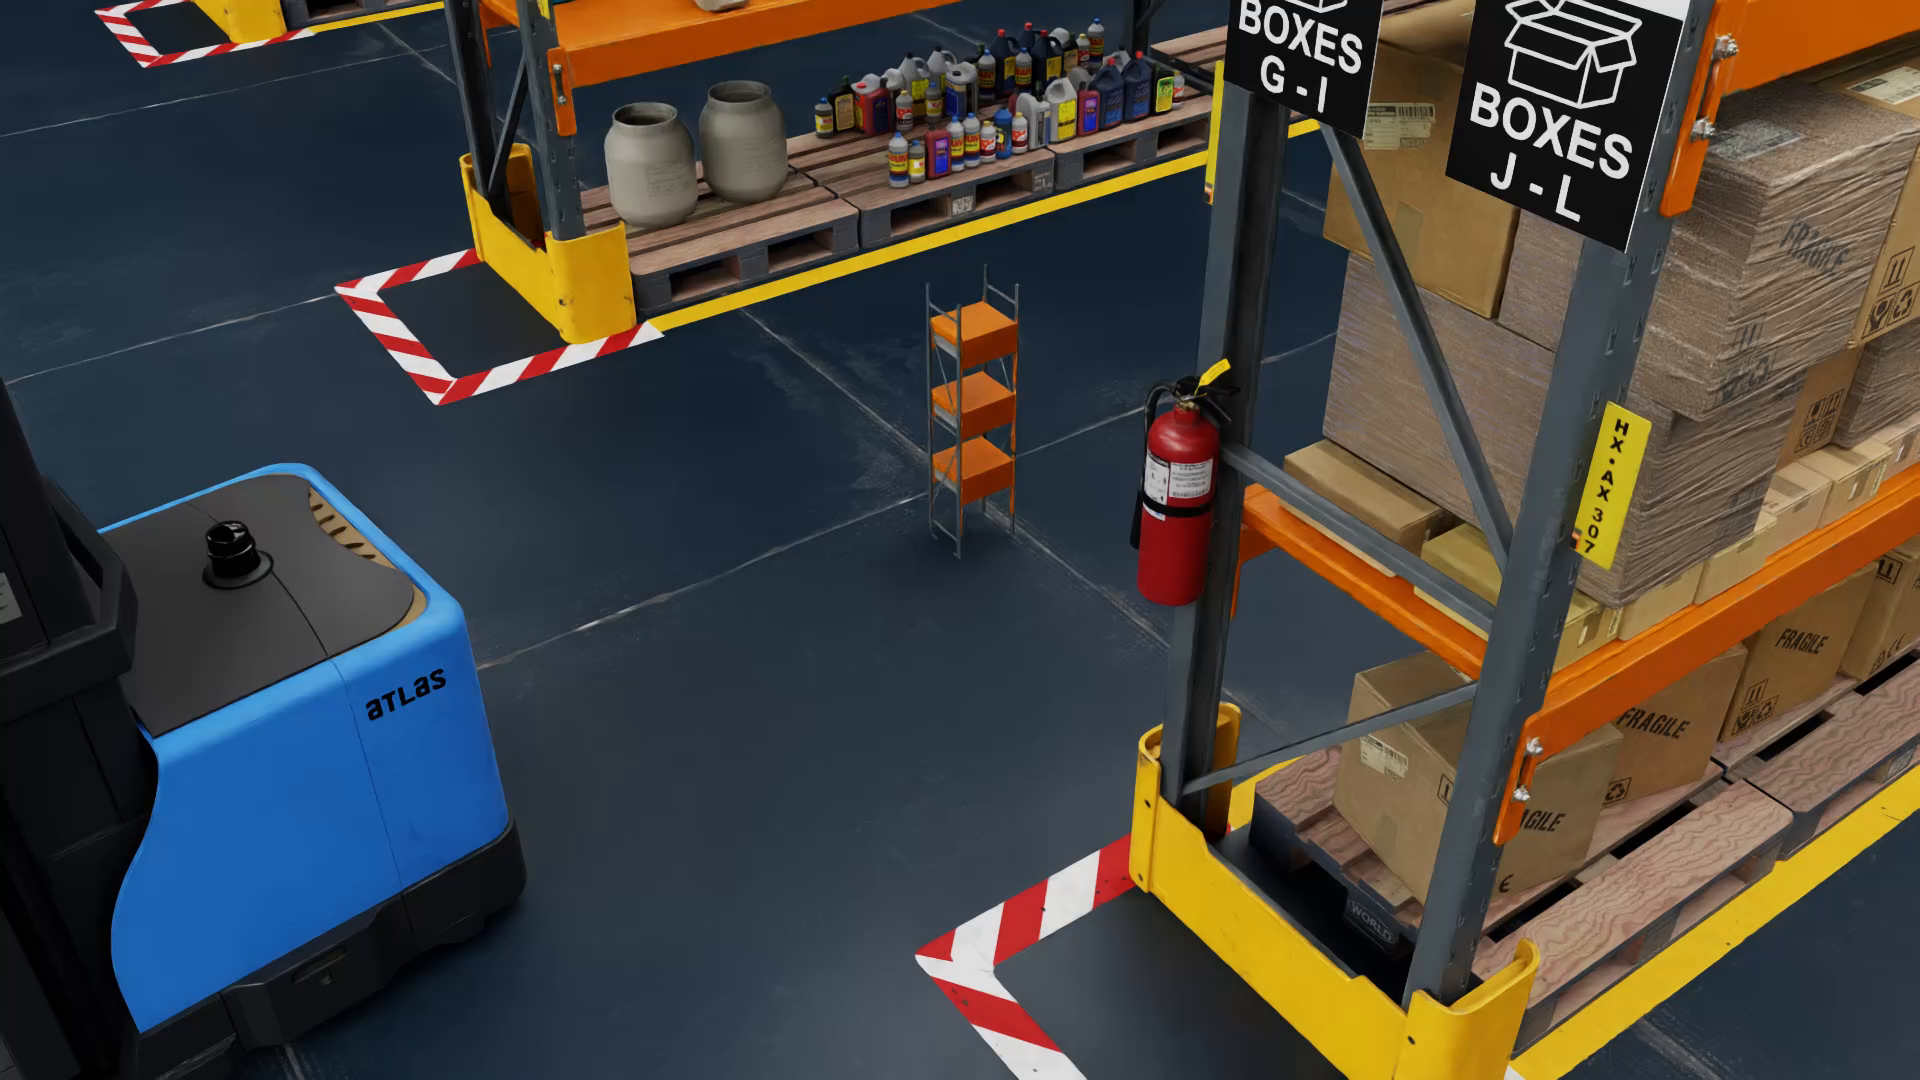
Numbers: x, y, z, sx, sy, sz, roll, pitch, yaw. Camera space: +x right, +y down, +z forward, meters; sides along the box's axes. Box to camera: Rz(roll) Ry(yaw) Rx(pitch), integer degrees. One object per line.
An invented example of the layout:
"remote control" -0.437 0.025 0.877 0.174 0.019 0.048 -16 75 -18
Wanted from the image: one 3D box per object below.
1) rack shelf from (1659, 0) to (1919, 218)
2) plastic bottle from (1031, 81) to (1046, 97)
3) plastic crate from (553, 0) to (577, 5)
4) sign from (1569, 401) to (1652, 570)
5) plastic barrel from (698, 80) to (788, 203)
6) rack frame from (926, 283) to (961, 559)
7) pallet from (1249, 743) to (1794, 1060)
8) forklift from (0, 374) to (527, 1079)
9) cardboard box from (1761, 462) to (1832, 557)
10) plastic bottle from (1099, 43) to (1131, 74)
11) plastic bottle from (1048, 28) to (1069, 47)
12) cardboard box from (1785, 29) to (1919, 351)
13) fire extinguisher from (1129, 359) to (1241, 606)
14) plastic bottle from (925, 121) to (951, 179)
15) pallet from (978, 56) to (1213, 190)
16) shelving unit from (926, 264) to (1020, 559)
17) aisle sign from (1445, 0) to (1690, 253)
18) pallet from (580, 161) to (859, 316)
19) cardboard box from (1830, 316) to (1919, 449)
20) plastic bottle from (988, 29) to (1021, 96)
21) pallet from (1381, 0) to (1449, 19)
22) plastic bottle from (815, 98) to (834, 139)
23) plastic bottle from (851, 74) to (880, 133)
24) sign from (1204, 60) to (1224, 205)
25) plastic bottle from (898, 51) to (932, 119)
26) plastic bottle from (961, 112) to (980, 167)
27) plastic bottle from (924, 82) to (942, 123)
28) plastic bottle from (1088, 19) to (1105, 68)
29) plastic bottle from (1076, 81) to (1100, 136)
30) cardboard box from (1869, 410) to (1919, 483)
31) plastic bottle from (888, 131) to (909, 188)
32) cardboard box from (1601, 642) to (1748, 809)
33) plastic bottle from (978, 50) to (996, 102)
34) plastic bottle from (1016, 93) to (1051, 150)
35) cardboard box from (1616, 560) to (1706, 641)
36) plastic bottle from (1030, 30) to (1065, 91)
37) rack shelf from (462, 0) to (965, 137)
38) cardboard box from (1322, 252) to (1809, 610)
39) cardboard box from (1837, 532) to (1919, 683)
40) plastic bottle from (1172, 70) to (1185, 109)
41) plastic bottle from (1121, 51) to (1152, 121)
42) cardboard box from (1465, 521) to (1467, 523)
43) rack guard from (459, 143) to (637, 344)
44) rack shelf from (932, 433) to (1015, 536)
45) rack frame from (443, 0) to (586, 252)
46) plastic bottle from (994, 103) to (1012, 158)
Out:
"rack shelf" 2.520 -1.605 3.959 4.000 0.370 1.077 -22 41 -28
"plastic bottle" 0.440 -2.304 8.834 0.133 0.283 0.061 -22 41 -28
"plastic crate" -1.731 -2.621 7.452 0.616 0.251 0.499 -22 41 -28
"sign" 1.198 -0.099 3.077 0.005 0.325 0.100 -22 41 -28
"plastic barrel" -1.064 -1.957 8.173 0.421 0.512 0.421 0 36 0
"rack frame" -0.056 -0.403 5.911 0.008 1.050 0.200 -22 41 -28
"pallet" 1.632 0.844 4.896 1.213 0.211 1.003 -22 41 -28
"forklift" -2.673 0.221 3.433 3.031 2.935 1.130 -28 44 -33
"cardboard box" 1.876 -0.132 4.080 0.250 0.149 0.380 -22 41 -28
"plastic bottle" 0.858 -2.533 9.095 0.185 0.351 0.144 -22 41 -28
"plastic bottle" 0.540 -2.769 9.486 0.135 0.276 0.152 -21 41 -26
"cardboard box" 1.904 -0.793 3.587 0.500 0.500 0.500 -22 41 -28
"fire extinguisher" 0.526 -0.156 3.964 0.183 0.674 0.296 -22 41 -28
"plastic bottle" -0.111 -1.974 8.376 0.133 0.283 0.061 -22 41 -27
"pallet" 0.728 -2.377 9.375 1.213 0.211 1.003 -22 41 -28
"shelving unit" 0.044 -0.444 5.968 0.252 1.050 0.215 -22 41 -28
"aisle sign" 1.007 -0.898 2.702 0.004 0.787 0.394 -22 41 -28
"pallet" -1.266 -1.557 8.234 1.213 0.211 1.003 -22 41 -28
"cardboard box" 2.124 -0.712 4.331 0.500 0.500 0.875 -22 41 -28
"plastic bottle" 0.248 -2.682 9.302 0.185 0.351 0.144 -24 42 -30
"pallet" 2.919 -3.279 10.628 1.213 0.211 1.003 -22 41 -28
"plastic bottle" -0.719 -2.240 8.815 0.097 0.201 0.097 0 36 0
"plastic bottle" -0.498 -2.342 8.893 0.135 0.276 0.152 -22 41 -28
"sign" 0.582 -0.876 3.637 0.005 0.325 0.100 -22 41 -28
"plastic bottle" -0.251 -2.476 9.016 0.185 0.351 0.144 -21 41 -26
"plastic bottle" 0.055 -2.051 8.493 0.097 0.271 0.097 0 36 0
"plastic bottle" -0.146 -2.373 9.000 0.097 0.201 0.097 0 36 0
"plastic bottle" 0.788 -2.888 9.657 0.097 0.271 0.097 0 36 0
"plastic bottle" 0.675 -2.298 8.826 0.133 0.283 0.061 -20 40 -25
"cardboard box" 2.273 -0.310 4.327 0.250 0.149 0.380 -22 41 -28
"plastic bottle" -0.307 -1.902 8.286 0.097 0.271 0.097 0 36 0
"cardboard box" 1.874 0.419 4.880 0.500 0.500 0.500 -12 37 -16
"plastic bottle" 0.150 -2.582 9.231 0.097 0.271 0.097 0 36 0
"plastic bottle" 0.385 -2.208 8.707 0.135 0.276 0.152 -22 41 -27
"cardboard box" 1.471 0.039 3.842 0.250 0.149 0.380 -22 41 -28
"plastic bottle" 0.486 -2.676 9.294 0.185 0.351 0.144 -22 41 -28
"rack shelf" -0.333 -2.751 8.122 4.000 0.370 1.077 -22 41 -28
"cardboard box" 1.351 -0.339 3.812 0.500 0.500 0.875 -22 41 -28
"cardboard box" 2.879 0.051 5.392 0.500 0.500 0.500 -26 43 -32
"plastic bottle" 1.184 -2.487 9.159 0.097 0.201 0.097 0 36 0
"plastic bottle" 0.941 -2.464 9.000 0.185 0.351 0.144 -24 42 -29
"cardboard box" 1.204 -0.182 4.150 0.250 0.149 0.380 -22 41 -28
"rack guard" -1.933 -1.403 7.773 0.348 0.500 1.175 -22 41 -28
"rack shelf" 0.044 -0.210 6.137 0.240 0.259 0.215 -22 41 -28
"rack frame" -1.968 -2.370 6.976 0.127 3.000 1.000 -22 41 -28
"plastic bottle" 0.221 -2.119 8.587 0.097 0.271 0.097 0 36 0
